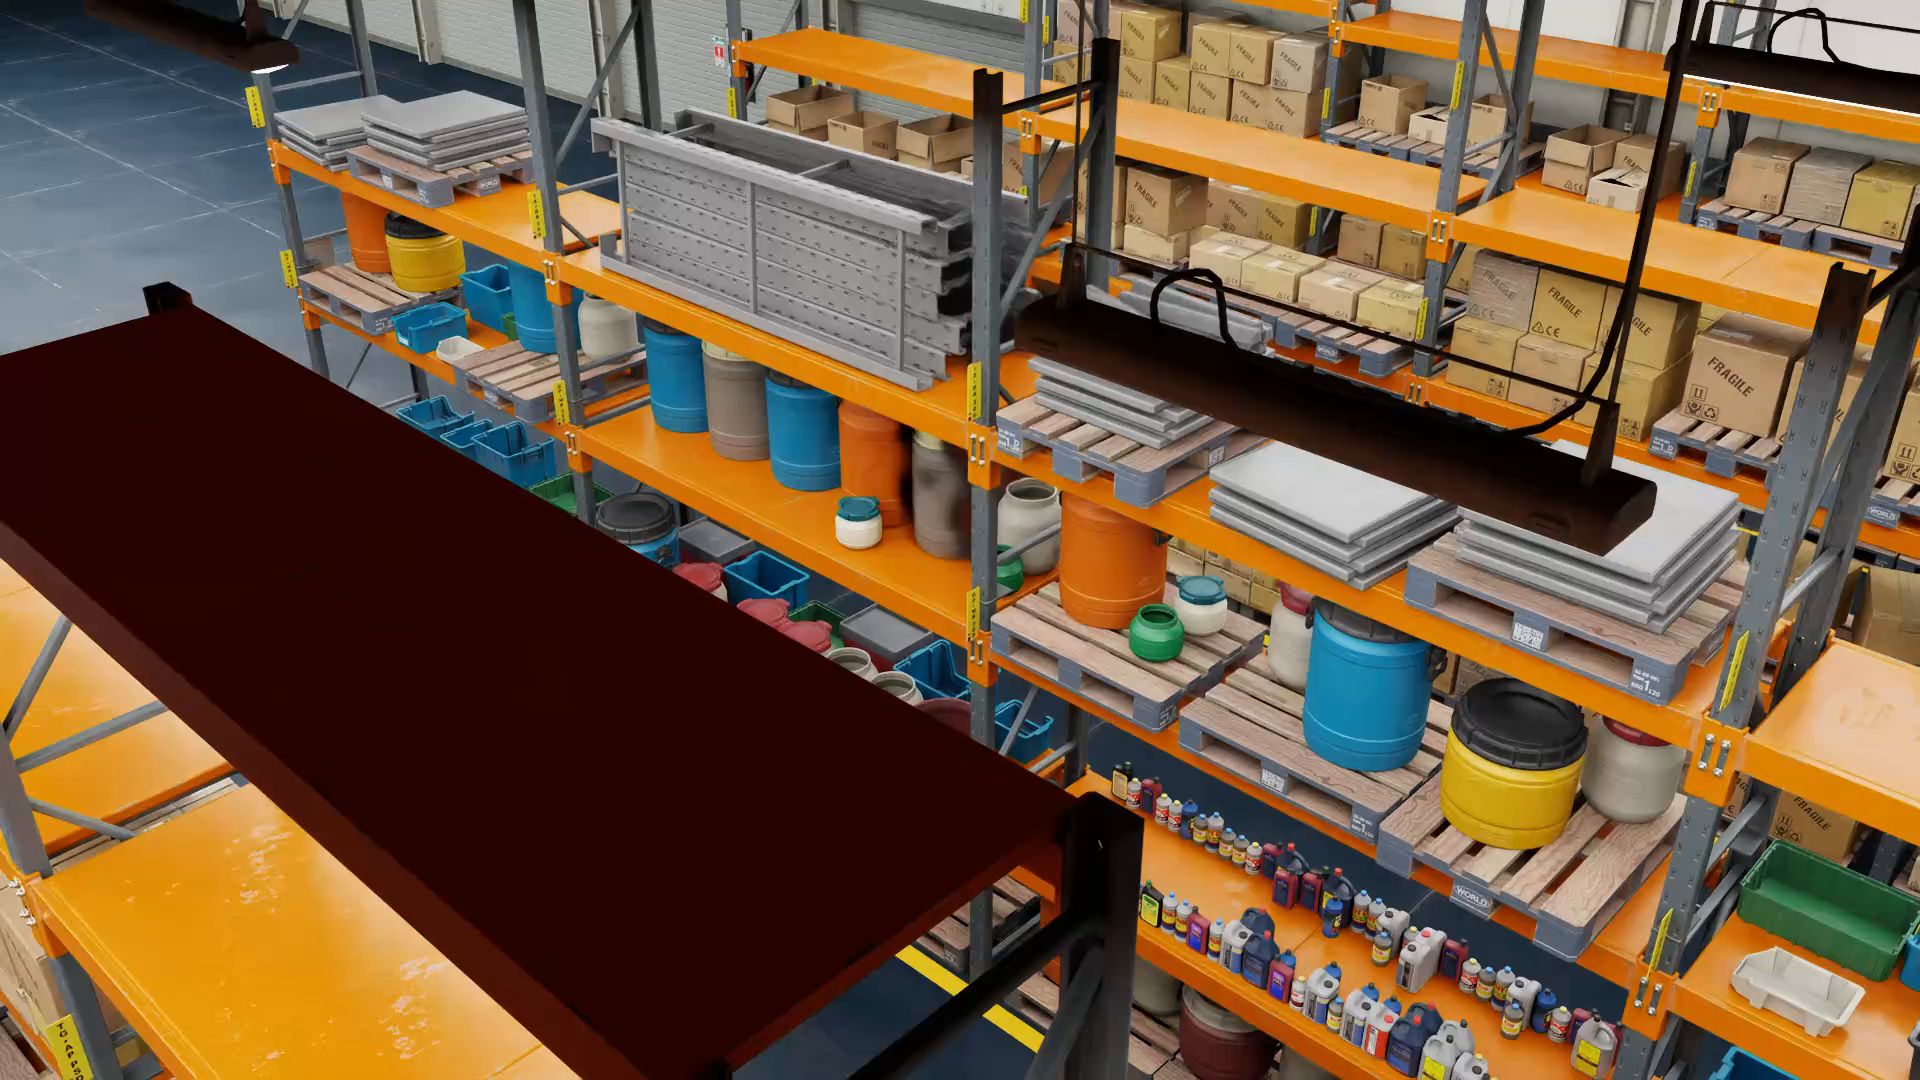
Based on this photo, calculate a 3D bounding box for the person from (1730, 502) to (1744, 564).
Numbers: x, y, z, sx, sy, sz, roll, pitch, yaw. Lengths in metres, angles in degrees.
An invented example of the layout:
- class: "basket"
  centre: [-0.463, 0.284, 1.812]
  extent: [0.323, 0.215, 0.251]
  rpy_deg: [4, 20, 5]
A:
- class: "person"
  centre: [6.400, 0.330, 14.059]
  extent: [0.719, 1.575, 0.604]
  rpy_deg: [17, 34, 28]
